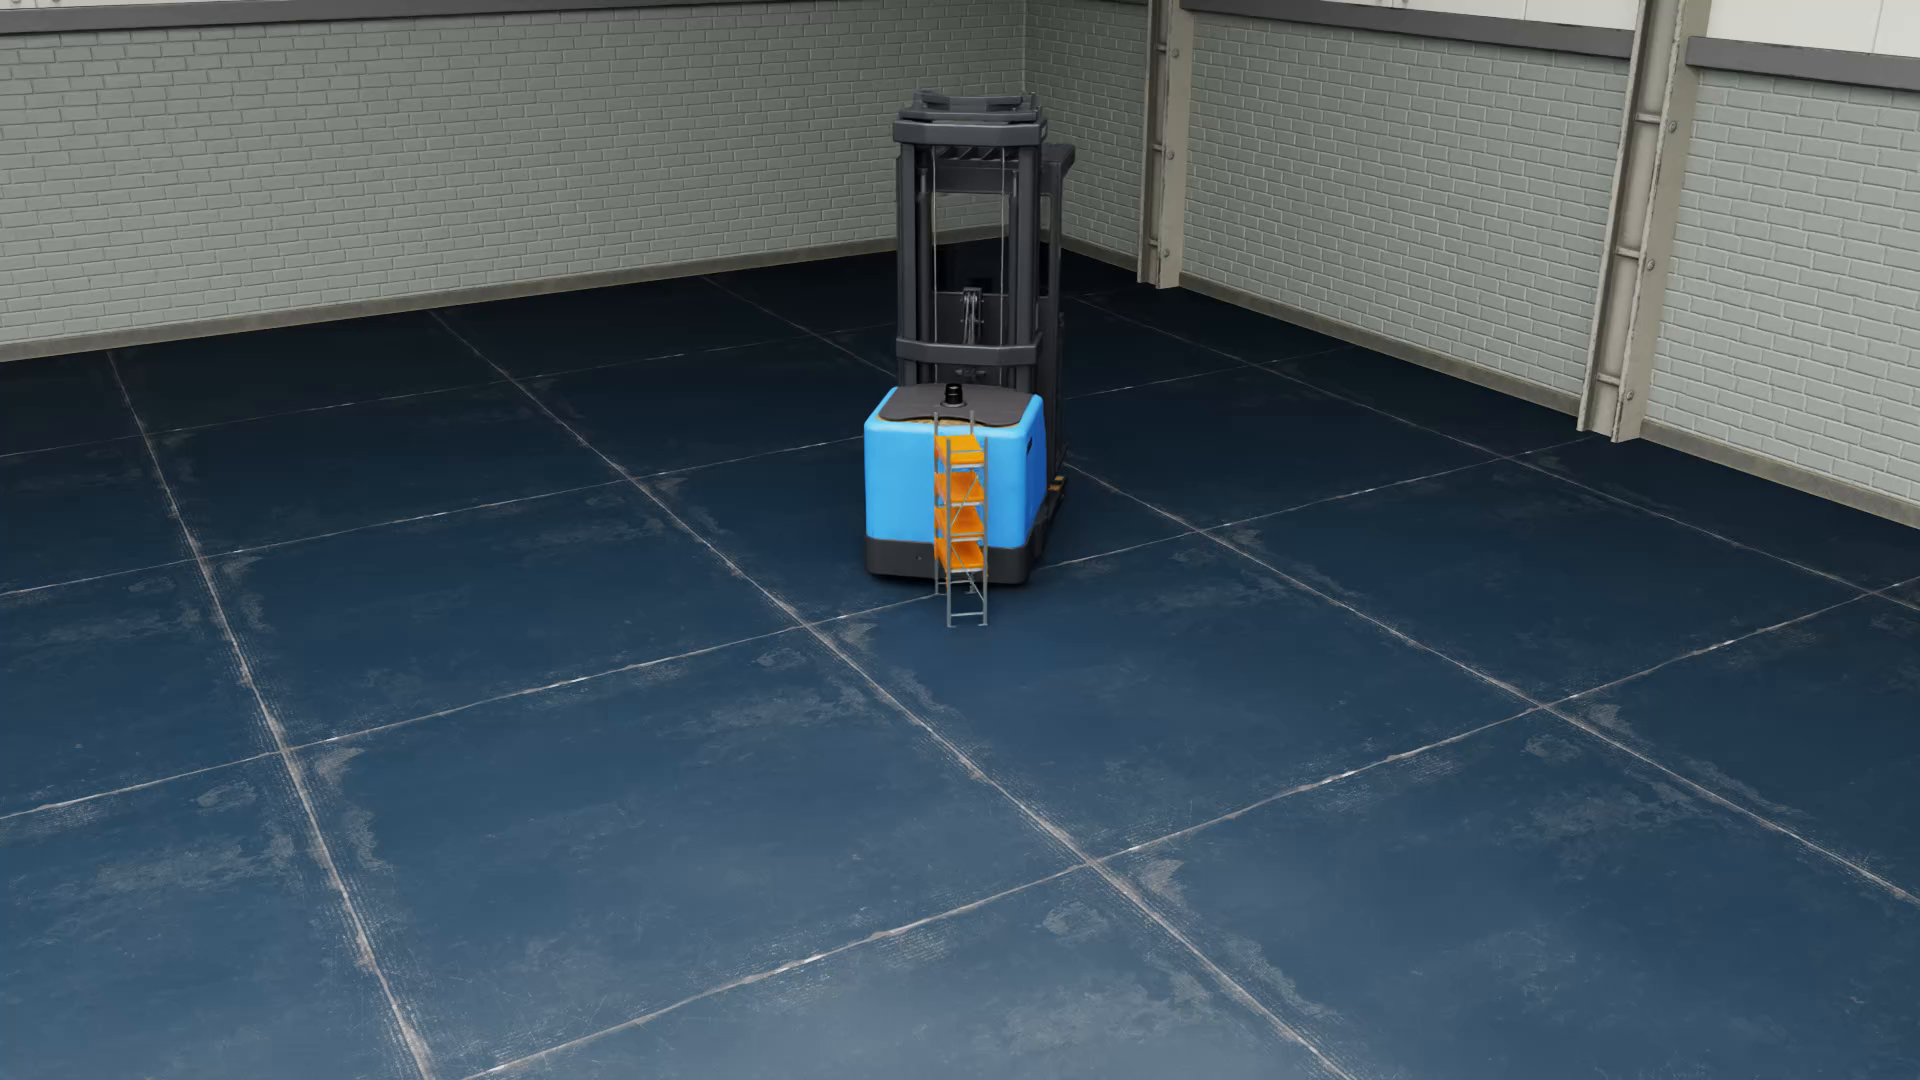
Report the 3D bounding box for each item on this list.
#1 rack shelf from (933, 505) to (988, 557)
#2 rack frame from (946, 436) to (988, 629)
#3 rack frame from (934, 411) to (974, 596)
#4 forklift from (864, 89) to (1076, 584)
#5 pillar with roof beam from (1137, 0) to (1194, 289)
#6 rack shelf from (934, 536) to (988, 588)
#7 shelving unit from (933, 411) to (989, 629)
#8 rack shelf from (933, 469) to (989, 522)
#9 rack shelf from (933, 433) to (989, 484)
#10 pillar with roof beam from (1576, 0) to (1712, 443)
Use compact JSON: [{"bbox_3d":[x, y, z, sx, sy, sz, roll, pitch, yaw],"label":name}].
[{"bbox_3d":[0.002,-0.062,10.048,0.258,0.148,0.480,-4,22,-9],"label":"rack shelf"},{"bbox_3d":[0.042,-0.033,9.800,0.240,1.200,0.015,-4,22,-9],"label":"rack frame"},{"bbox_3d":[-0.037,-0.215,10.246,0.240,1.200,0.015,-4,22,-9],"label":"rack frame"},{"bbox_3d":[0.171,-1.605,11.367,1.130,2.935,3.031,4,22,10],"label":"forklift"},{"bbox_3d":[-1.524,-6.148,14.486,9.100,9.000,0.400,-13,25,-28],"label":"pillar with roof beam"},{"bbox_3d":[0.002,0.122,10.123,0.258,0.148,0.480,-4,22,-9],"label":"rack shelf"},{"bbox_3d":[0.002,-0.124,10.023,0.258,1.200,0.503,-4,22,-9],"label":"shelving unit"},{"bbox_3d":[0.002,-0.269,9.964,0.258,0.148,0.480,-4,22,-9],"label":"rack shelf"},{"bbox_3d":[0.002,-0.488,9.875,0.258,0.148,0.480,-4,22,-9],"label":"rack shelf"},{"bbox_3d":[1.541,-4.206,9.707,9.100,9.000,0.400,-13,25,-28],"label":"pillar with roof beam"}]
